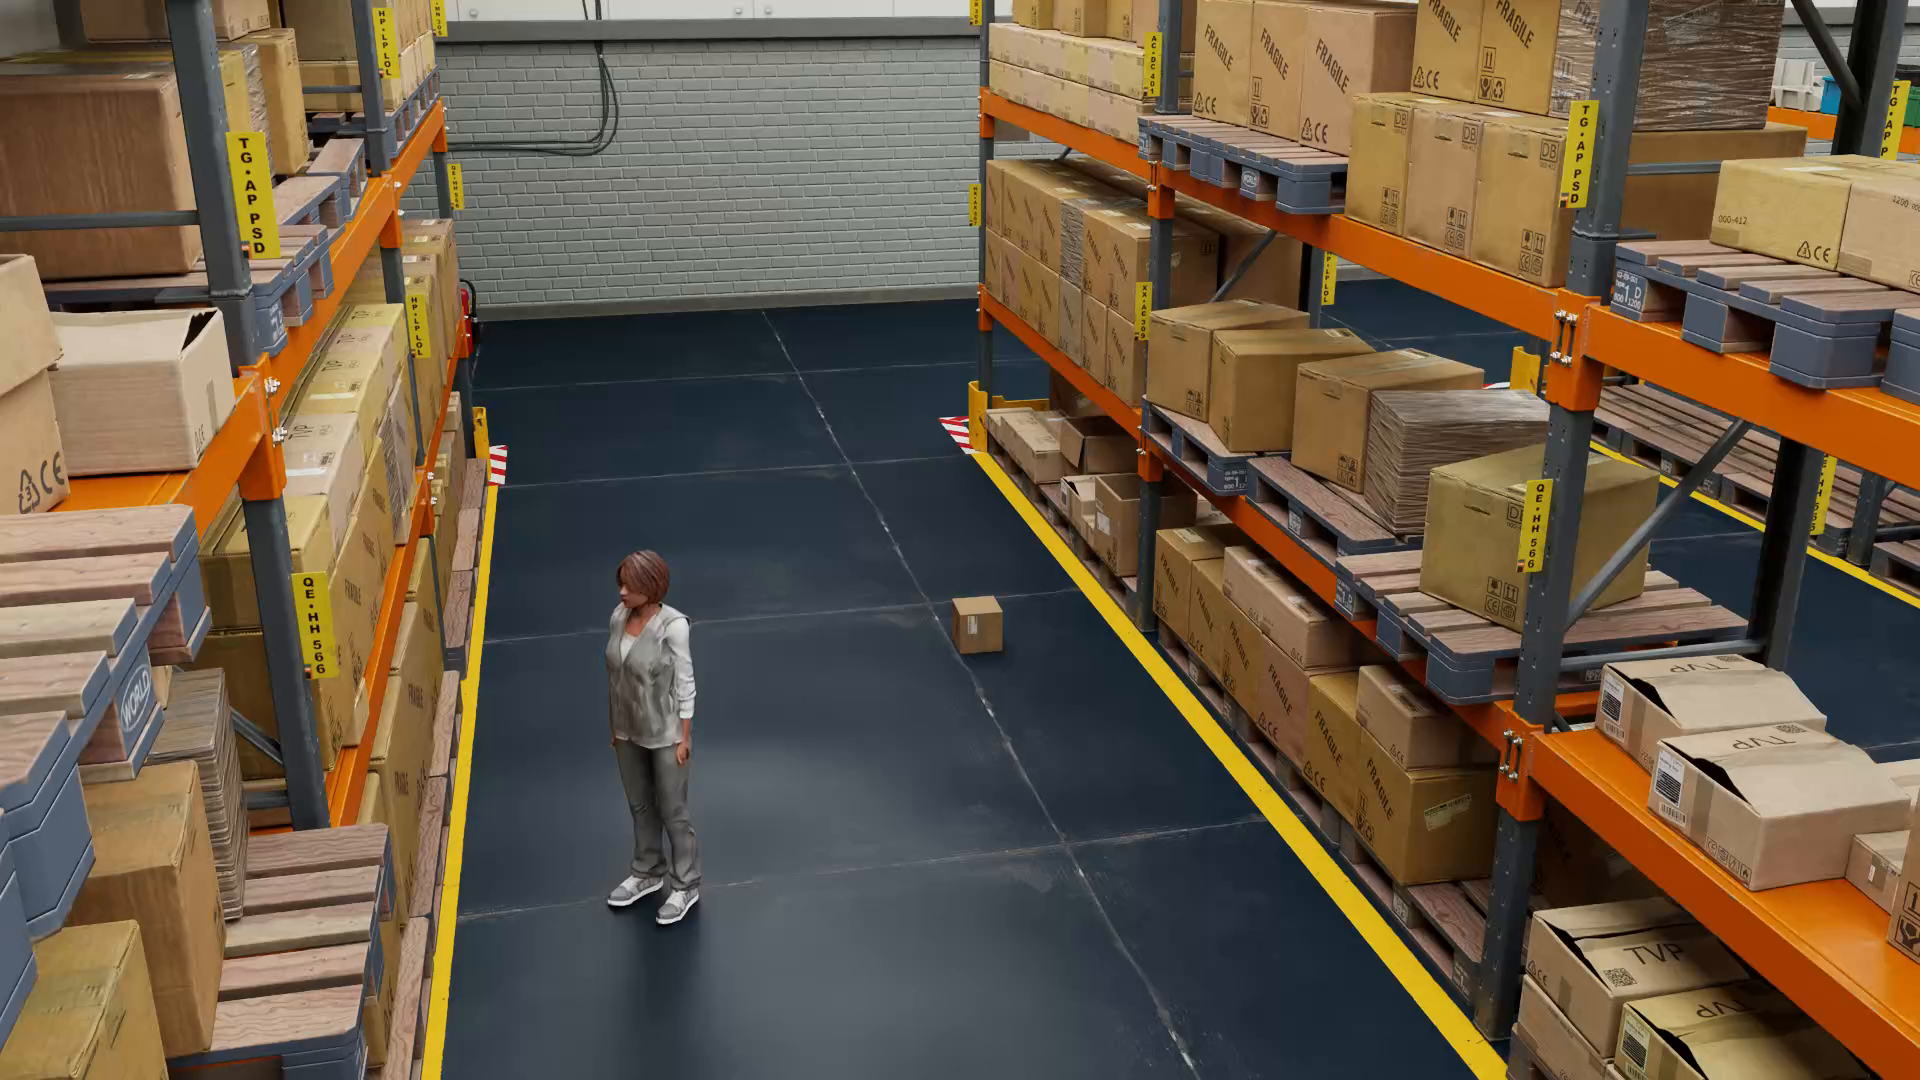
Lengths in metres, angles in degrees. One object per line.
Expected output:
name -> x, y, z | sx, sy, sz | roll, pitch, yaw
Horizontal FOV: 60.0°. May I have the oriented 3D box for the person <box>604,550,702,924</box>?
person -> -1.277, 0.811, 6.862 | 0.408, 1.589, 0.314 | 12, 23, 30
